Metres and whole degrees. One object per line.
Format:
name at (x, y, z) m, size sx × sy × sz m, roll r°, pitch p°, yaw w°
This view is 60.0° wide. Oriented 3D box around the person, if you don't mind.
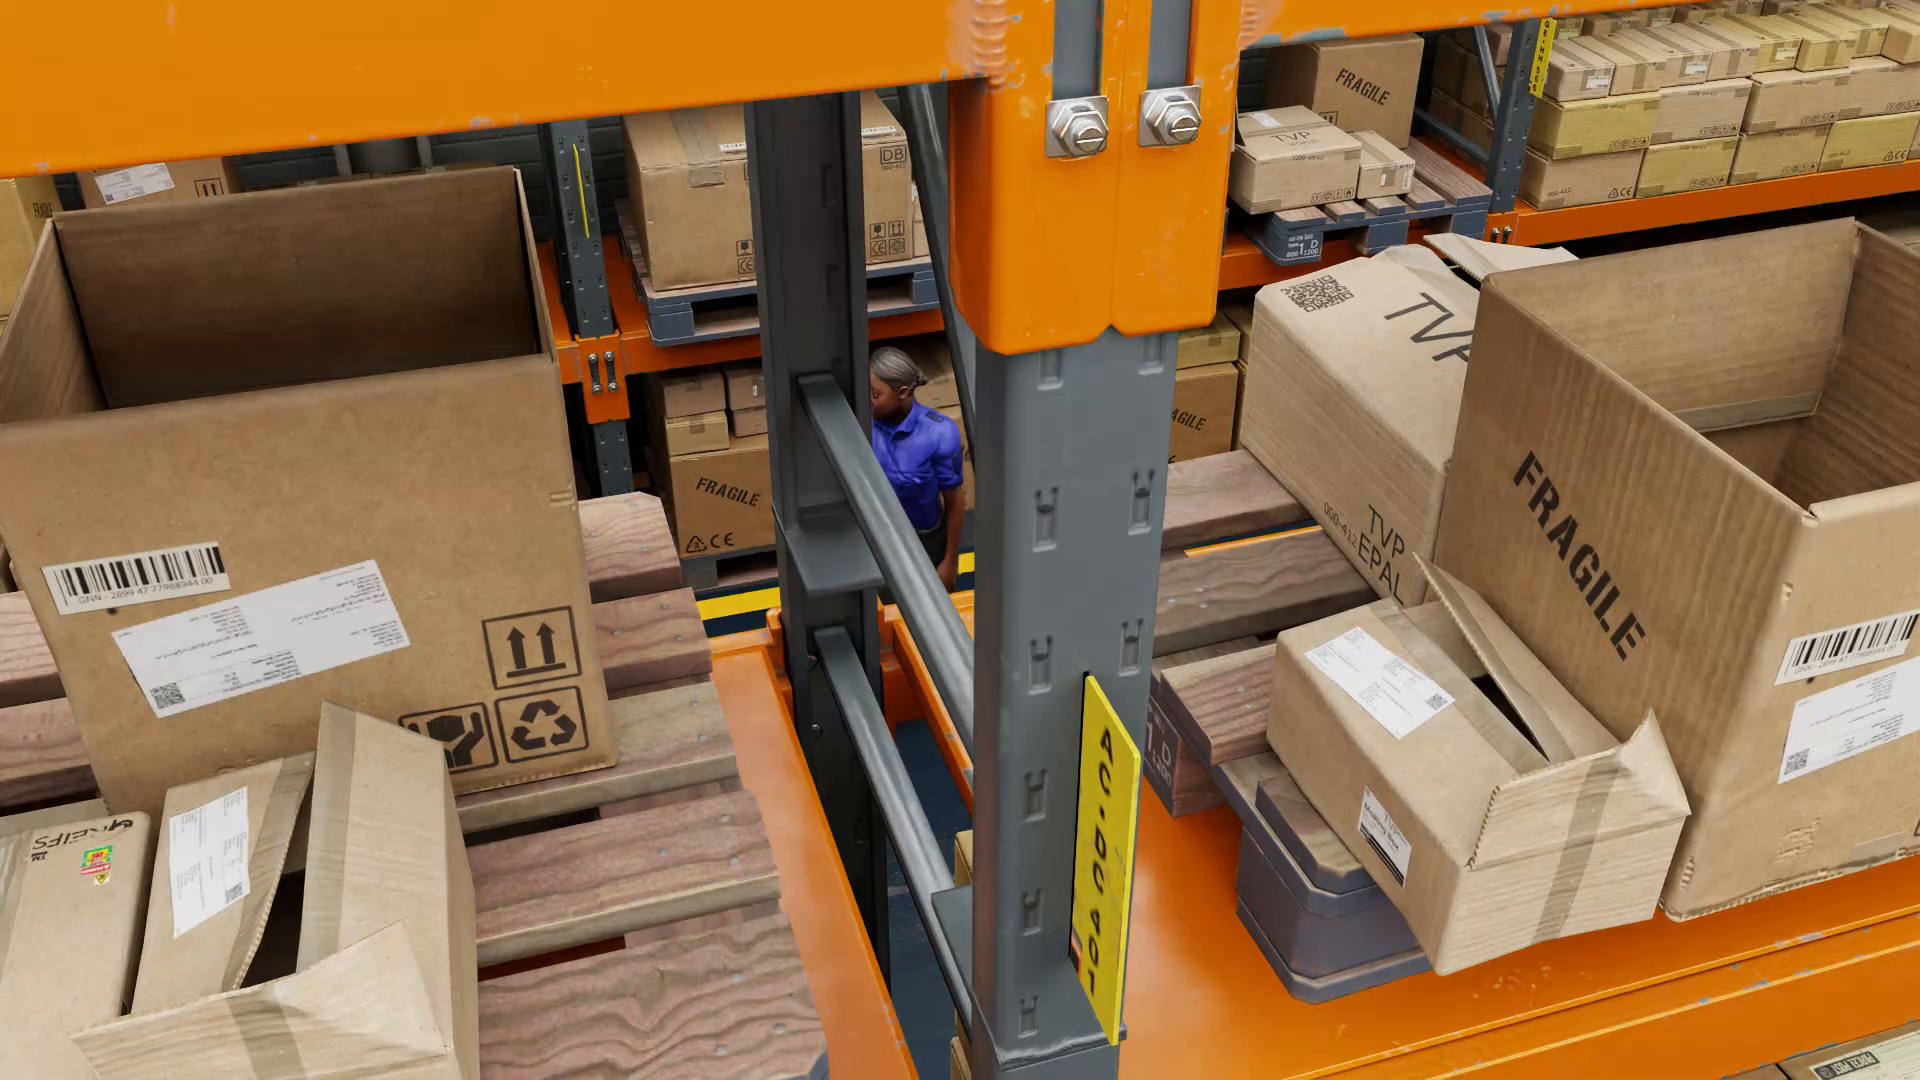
person at (-0.202, 0.027, 6.082) m, size 0.521 × 1.645 × 0.596 m, roll 8°, pitch 35°, yaw 12°
